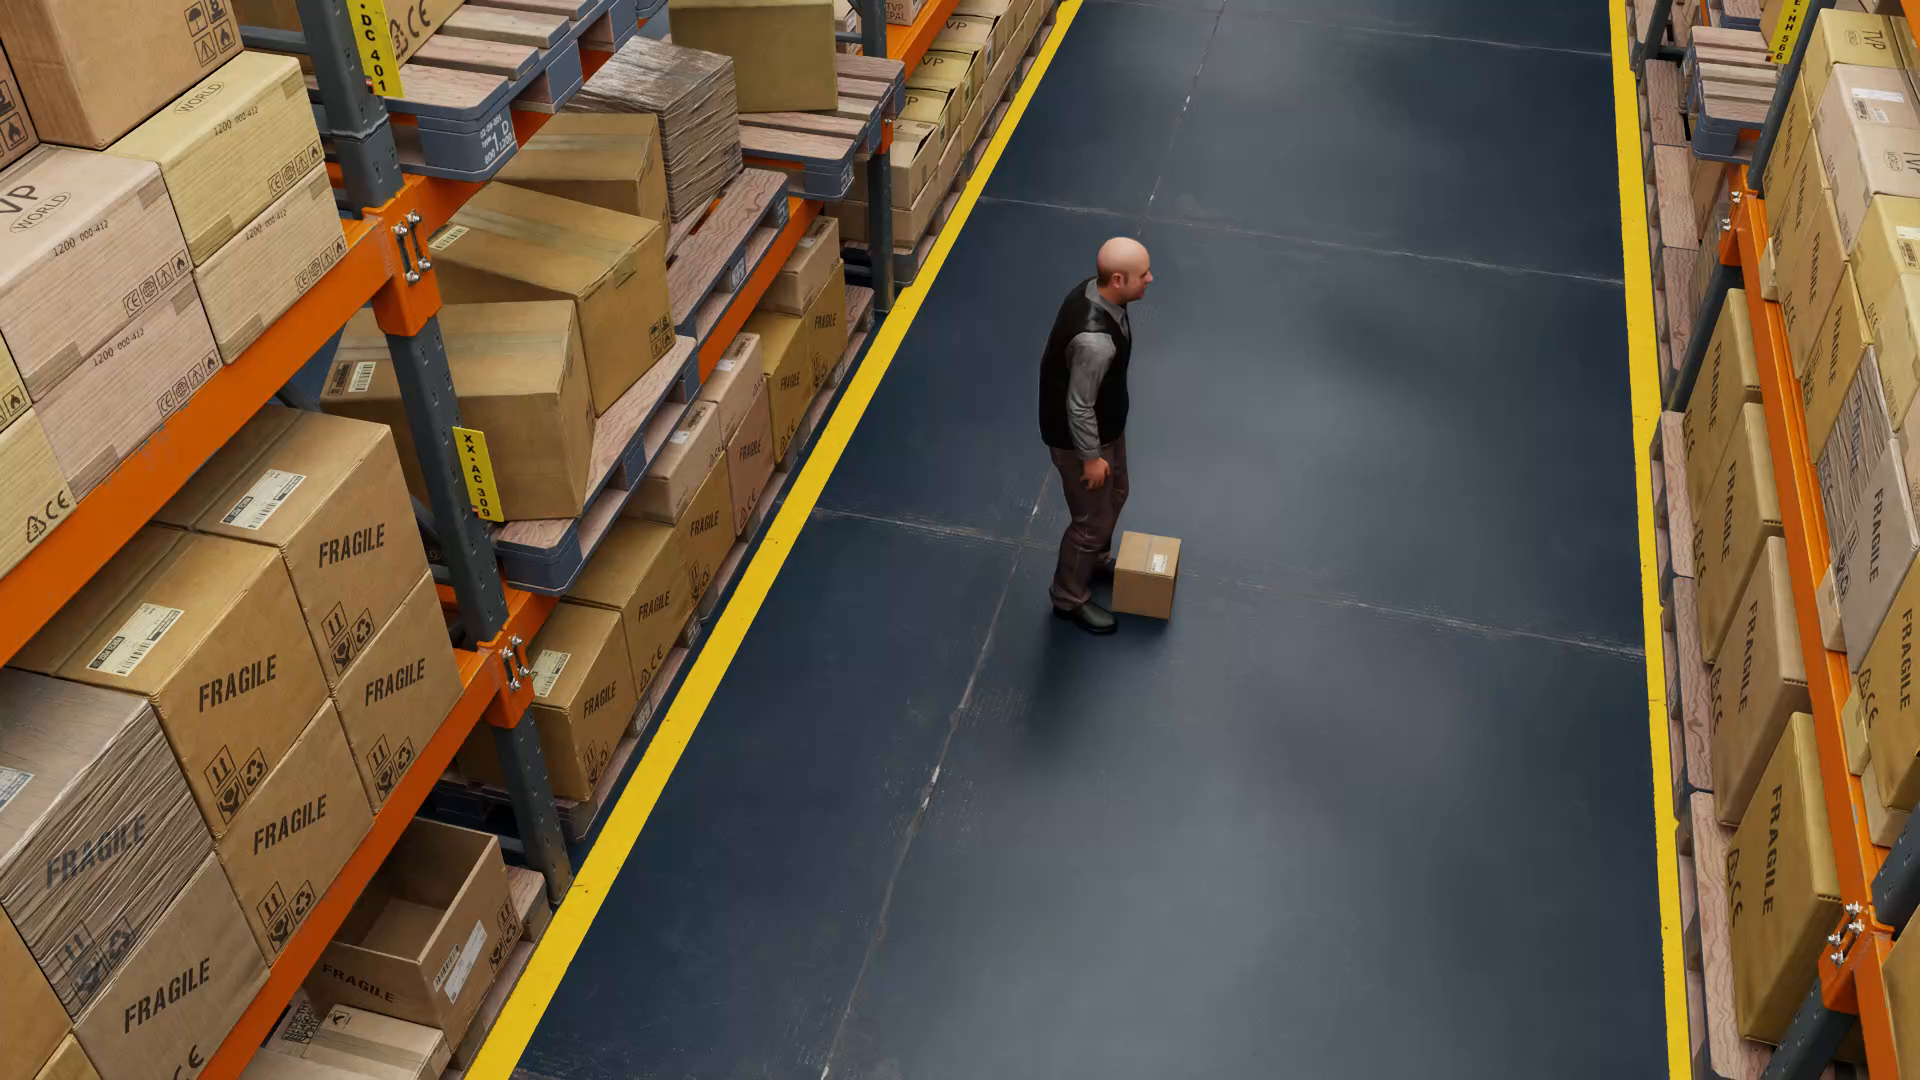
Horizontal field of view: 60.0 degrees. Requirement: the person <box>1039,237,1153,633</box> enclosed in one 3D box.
[{"bbox_3d":[0.549,-0.447,6.696,0.475,1.720,0.586,8,41,9],"label":"person"}]
